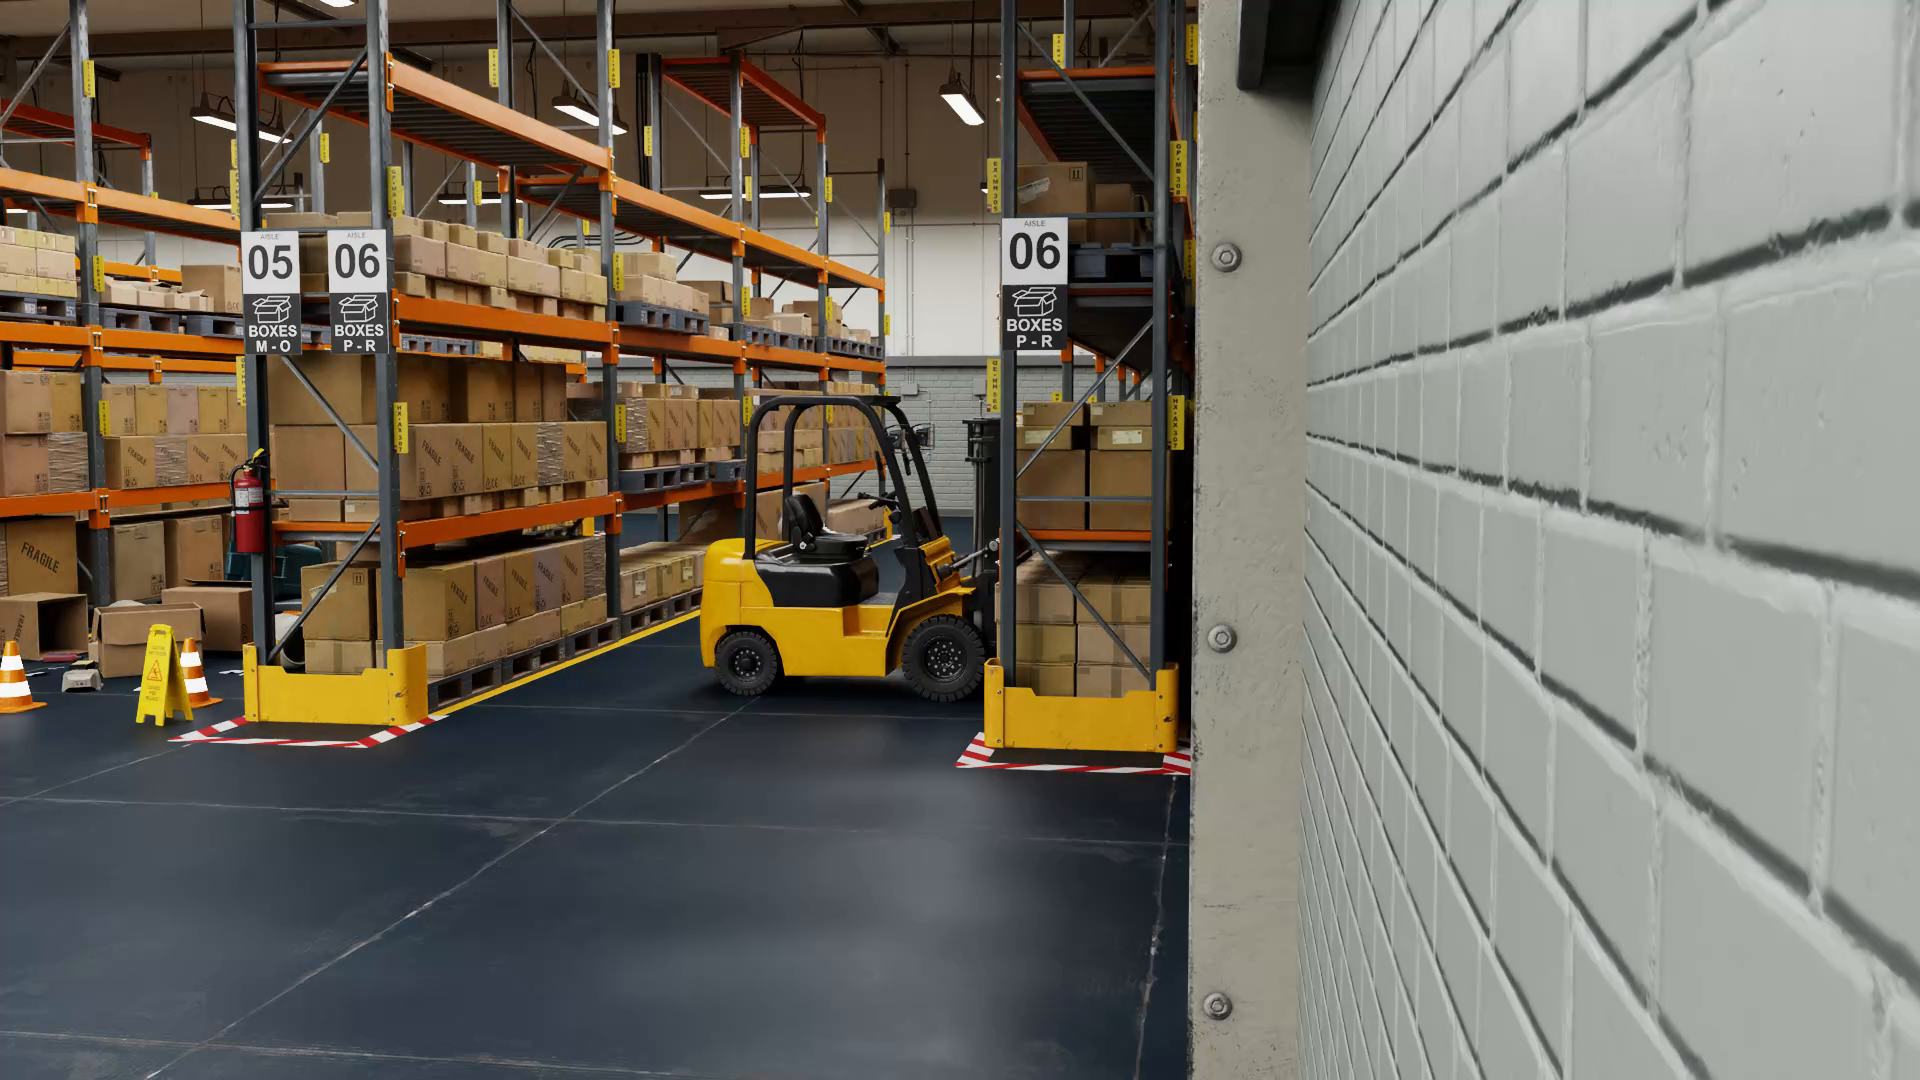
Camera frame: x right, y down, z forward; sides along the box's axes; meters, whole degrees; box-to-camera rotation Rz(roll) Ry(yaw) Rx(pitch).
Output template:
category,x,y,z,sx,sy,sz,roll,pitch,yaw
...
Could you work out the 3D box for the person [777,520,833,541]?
category,x,y,z,sx,sy,sz,roll,pitch,yaw
person,-1.410,0.261,16.574,0.898,1.008,0.583,1,4,9
